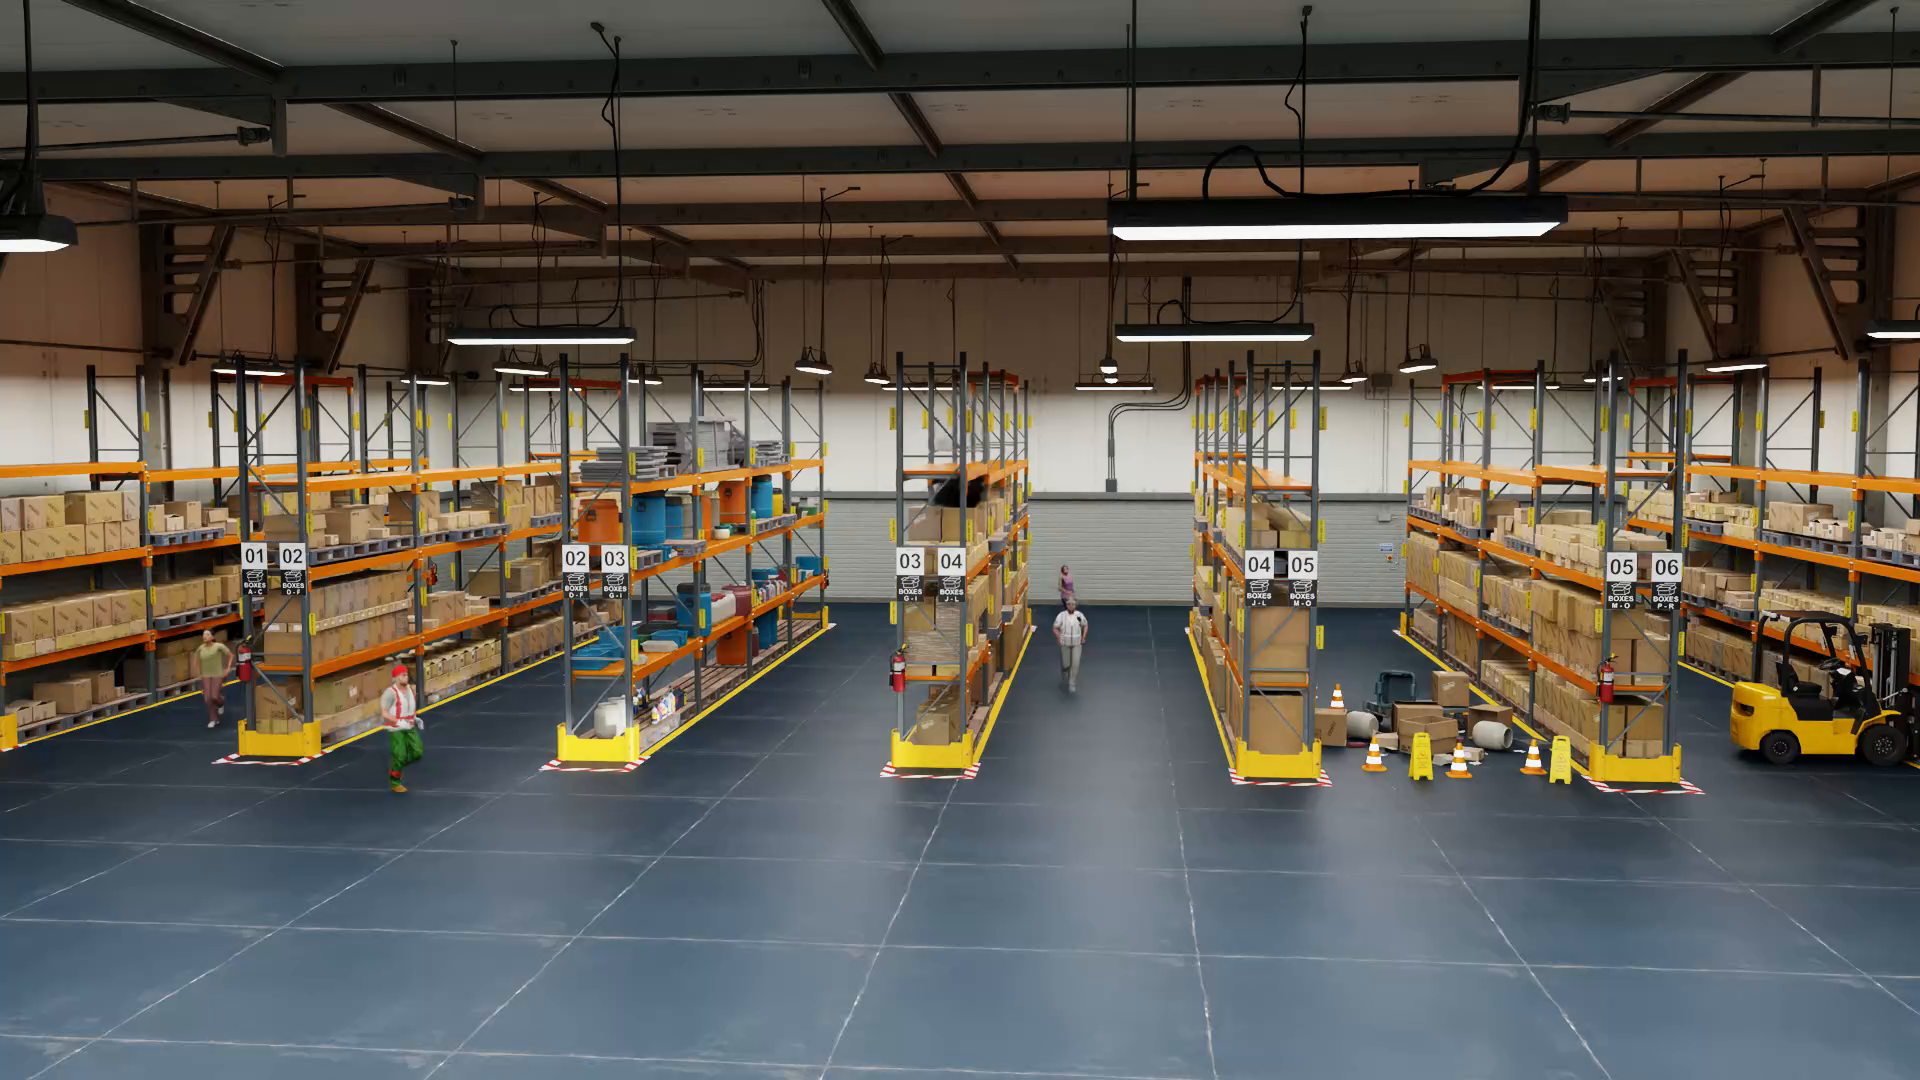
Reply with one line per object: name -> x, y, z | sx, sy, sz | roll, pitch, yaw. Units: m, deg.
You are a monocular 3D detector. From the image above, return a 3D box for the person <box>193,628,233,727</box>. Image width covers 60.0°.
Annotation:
person -> -12.286, 2.253, 27.356 | 0.592, 1.635, 0.621 | 0, 4, -3

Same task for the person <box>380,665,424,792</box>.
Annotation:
person -> -7.504, 2.542, 22.437 | 0.632, 1.731, 0.662 | 2, 5, 30

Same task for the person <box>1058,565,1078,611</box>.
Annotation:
person -> 2.614, 1.368, 40.173 | 0.582, 1.543, 0.526 | -2, 5, -29

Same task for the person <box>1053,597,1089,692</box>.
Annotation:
person -> 2.081, 1.932, 31.168 | 0.674, 1.768, 0.733 | 0, 4, -2
